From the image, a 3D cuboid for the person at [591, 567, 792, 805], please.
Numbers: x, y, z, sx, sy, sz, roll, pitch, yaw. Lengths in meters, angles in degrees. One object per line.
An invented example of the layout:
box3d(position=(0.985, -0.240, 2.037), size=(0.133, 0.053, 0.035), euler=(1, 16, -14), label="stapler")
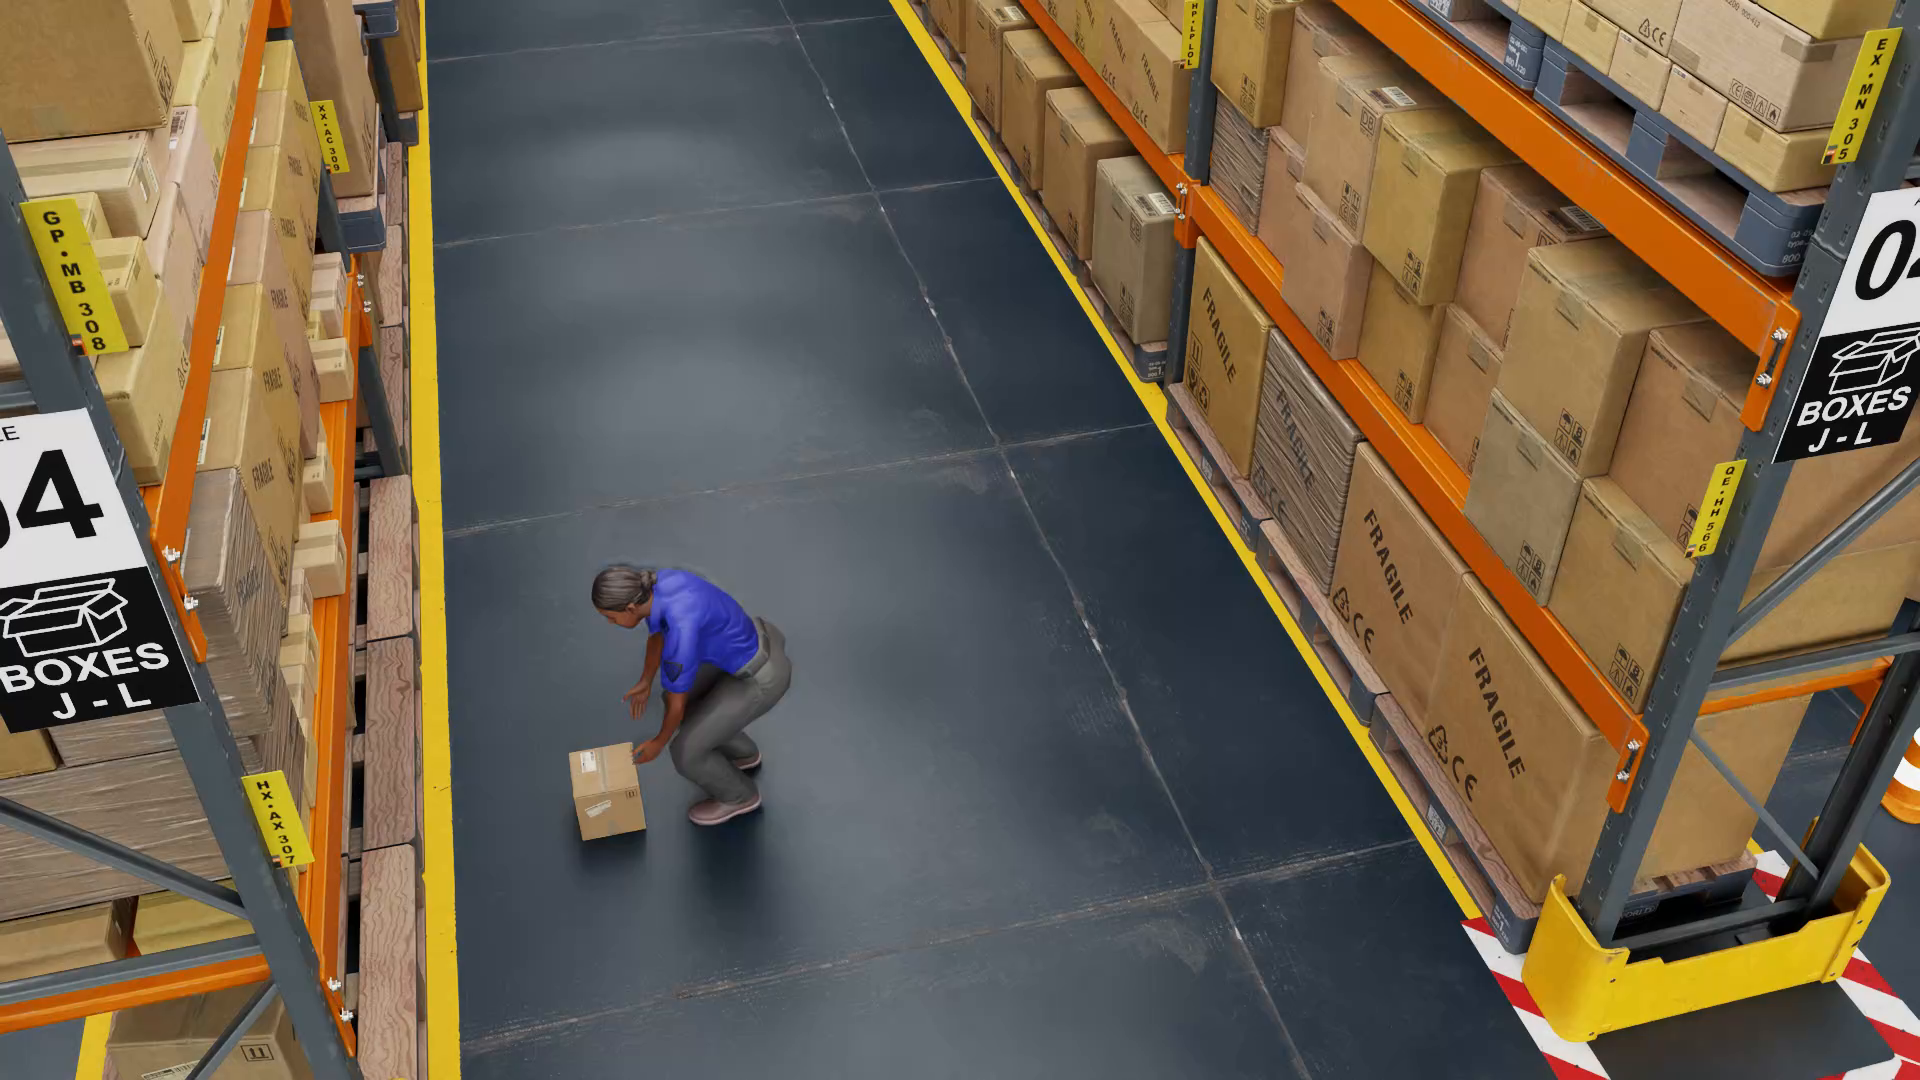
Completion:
box3d(position=(-0.983, 0.534, 6.333), size=(0.697, 1.182, 0.498), euler=(-9, 39, -12), label="person")
